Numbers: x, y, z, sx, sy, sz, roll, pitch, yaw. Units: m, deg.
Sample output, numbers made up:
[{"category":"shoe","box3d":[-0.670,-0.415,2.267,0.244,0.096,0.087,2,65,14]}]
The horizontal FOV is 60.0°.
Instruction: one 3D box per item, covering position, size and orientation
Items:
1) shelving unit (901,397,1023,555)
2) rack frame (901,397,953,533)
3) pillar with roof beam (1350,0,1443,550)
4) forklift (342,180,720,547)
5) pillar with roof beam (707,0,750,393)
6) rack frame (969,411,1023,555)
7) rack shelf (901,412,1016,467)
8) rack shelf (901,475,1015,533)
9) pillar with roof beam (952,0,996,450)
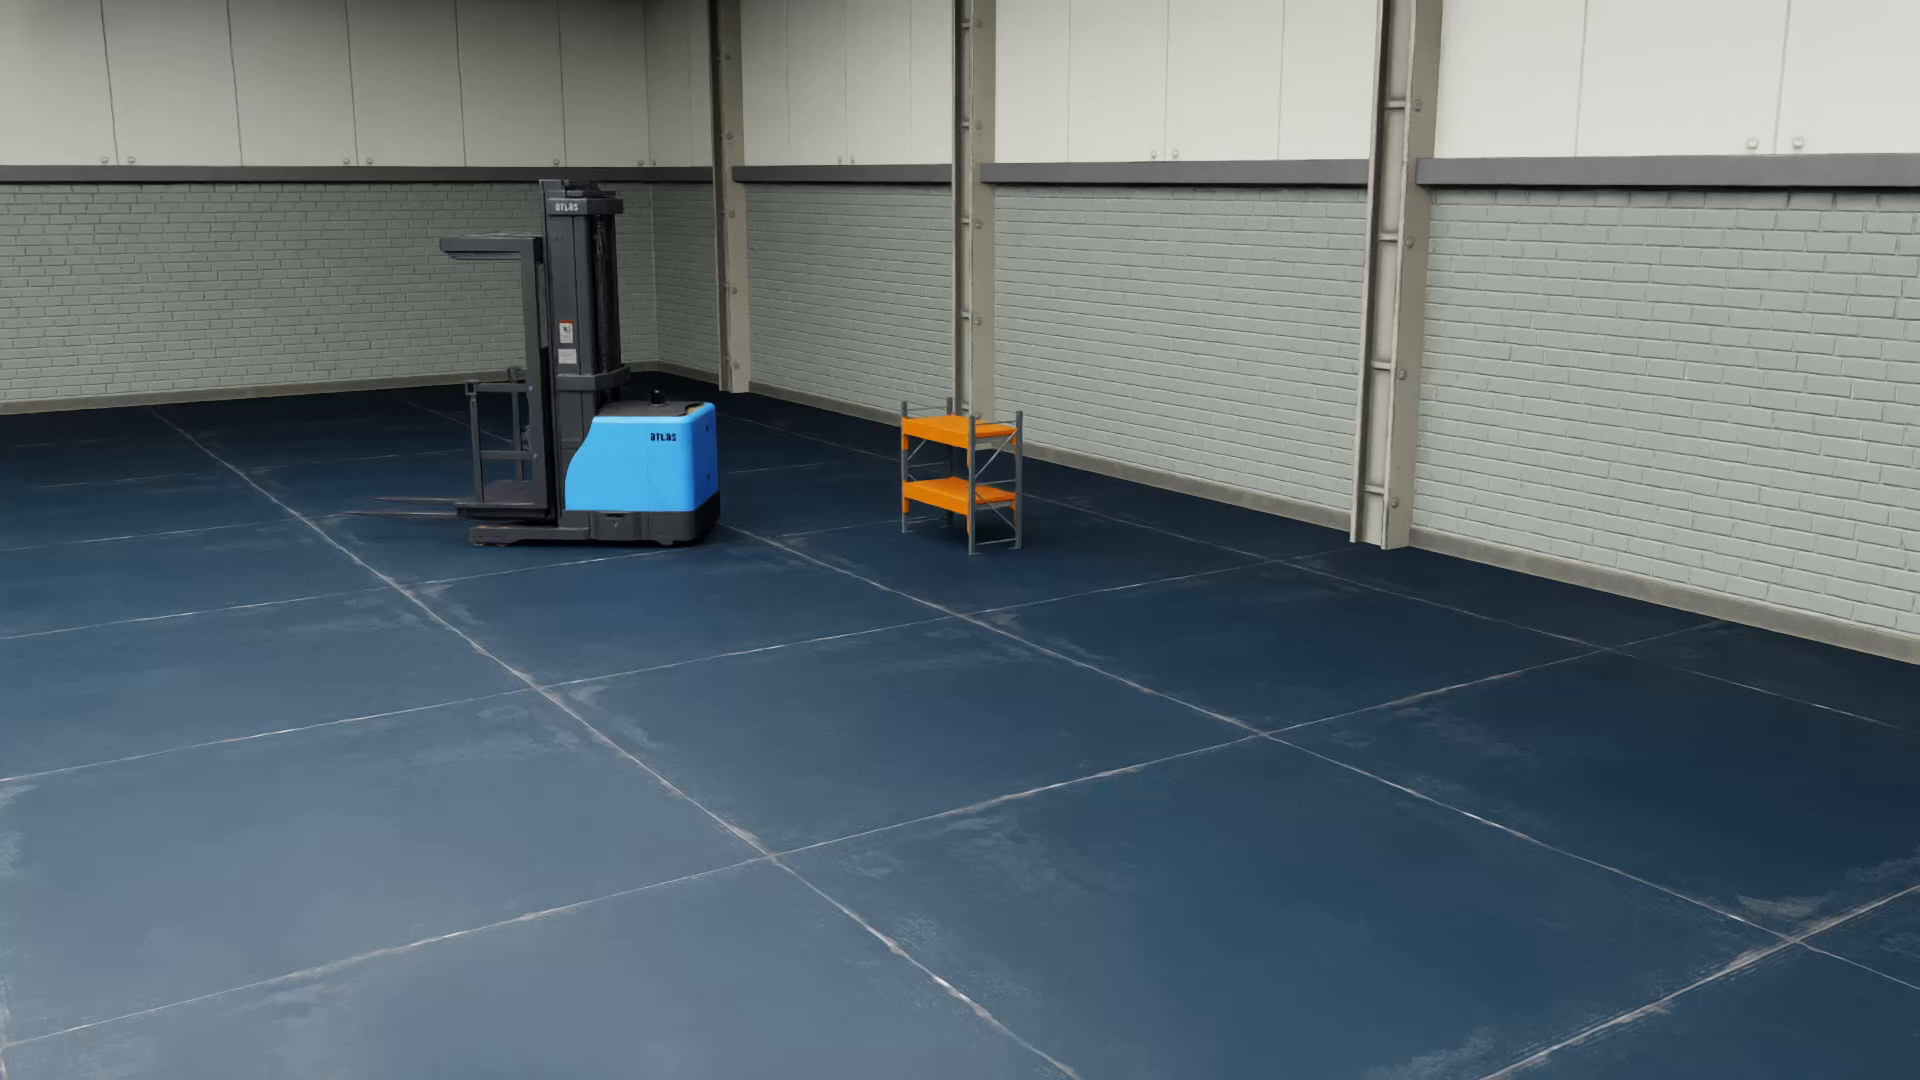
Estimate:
[{"category":"shelving unit","box3d":[0.004,-0.548,13.736,0.538,1.125,1.048,-8,15,-33]},{"category":"rack frame","box3d":[-0.278,-0.639,14.150,0.500,1.125,0.032,-8,15,-33]},{"category":"pillar with roof beam","box3d":[-0.113,-3.859,10.445,9.100,9.000,0.400,-8,15,-33]},{"category":"forklift","box3d":[-3.620,-1.490,13.814,3.031,2.935,1.130,1,12,4]},{"category":"pillar with roof beam","box3d":[-6.762,-5.993,20.205,9.100,9.000,0.400,-8,15,-33]},{"category":"rack frame","box3d":[0.285,-0.458,13.323,0.500,1.125,0.032,-8,15,-33]},{"category":"rack shelf","box3d":[0.004,-0.834,13.674,0.538,0.278,1.000,-8,15,-33]},{"category":"rack shelf","box3d":[0.004,-0.309,13.788,0.538,0.278,1.000,-8,15,-33]},{"category":"pillar with roof beam","box3d":[-3.437,-4.926,15.325,9.100,9.000,0.400,-8,15,-33]}]
